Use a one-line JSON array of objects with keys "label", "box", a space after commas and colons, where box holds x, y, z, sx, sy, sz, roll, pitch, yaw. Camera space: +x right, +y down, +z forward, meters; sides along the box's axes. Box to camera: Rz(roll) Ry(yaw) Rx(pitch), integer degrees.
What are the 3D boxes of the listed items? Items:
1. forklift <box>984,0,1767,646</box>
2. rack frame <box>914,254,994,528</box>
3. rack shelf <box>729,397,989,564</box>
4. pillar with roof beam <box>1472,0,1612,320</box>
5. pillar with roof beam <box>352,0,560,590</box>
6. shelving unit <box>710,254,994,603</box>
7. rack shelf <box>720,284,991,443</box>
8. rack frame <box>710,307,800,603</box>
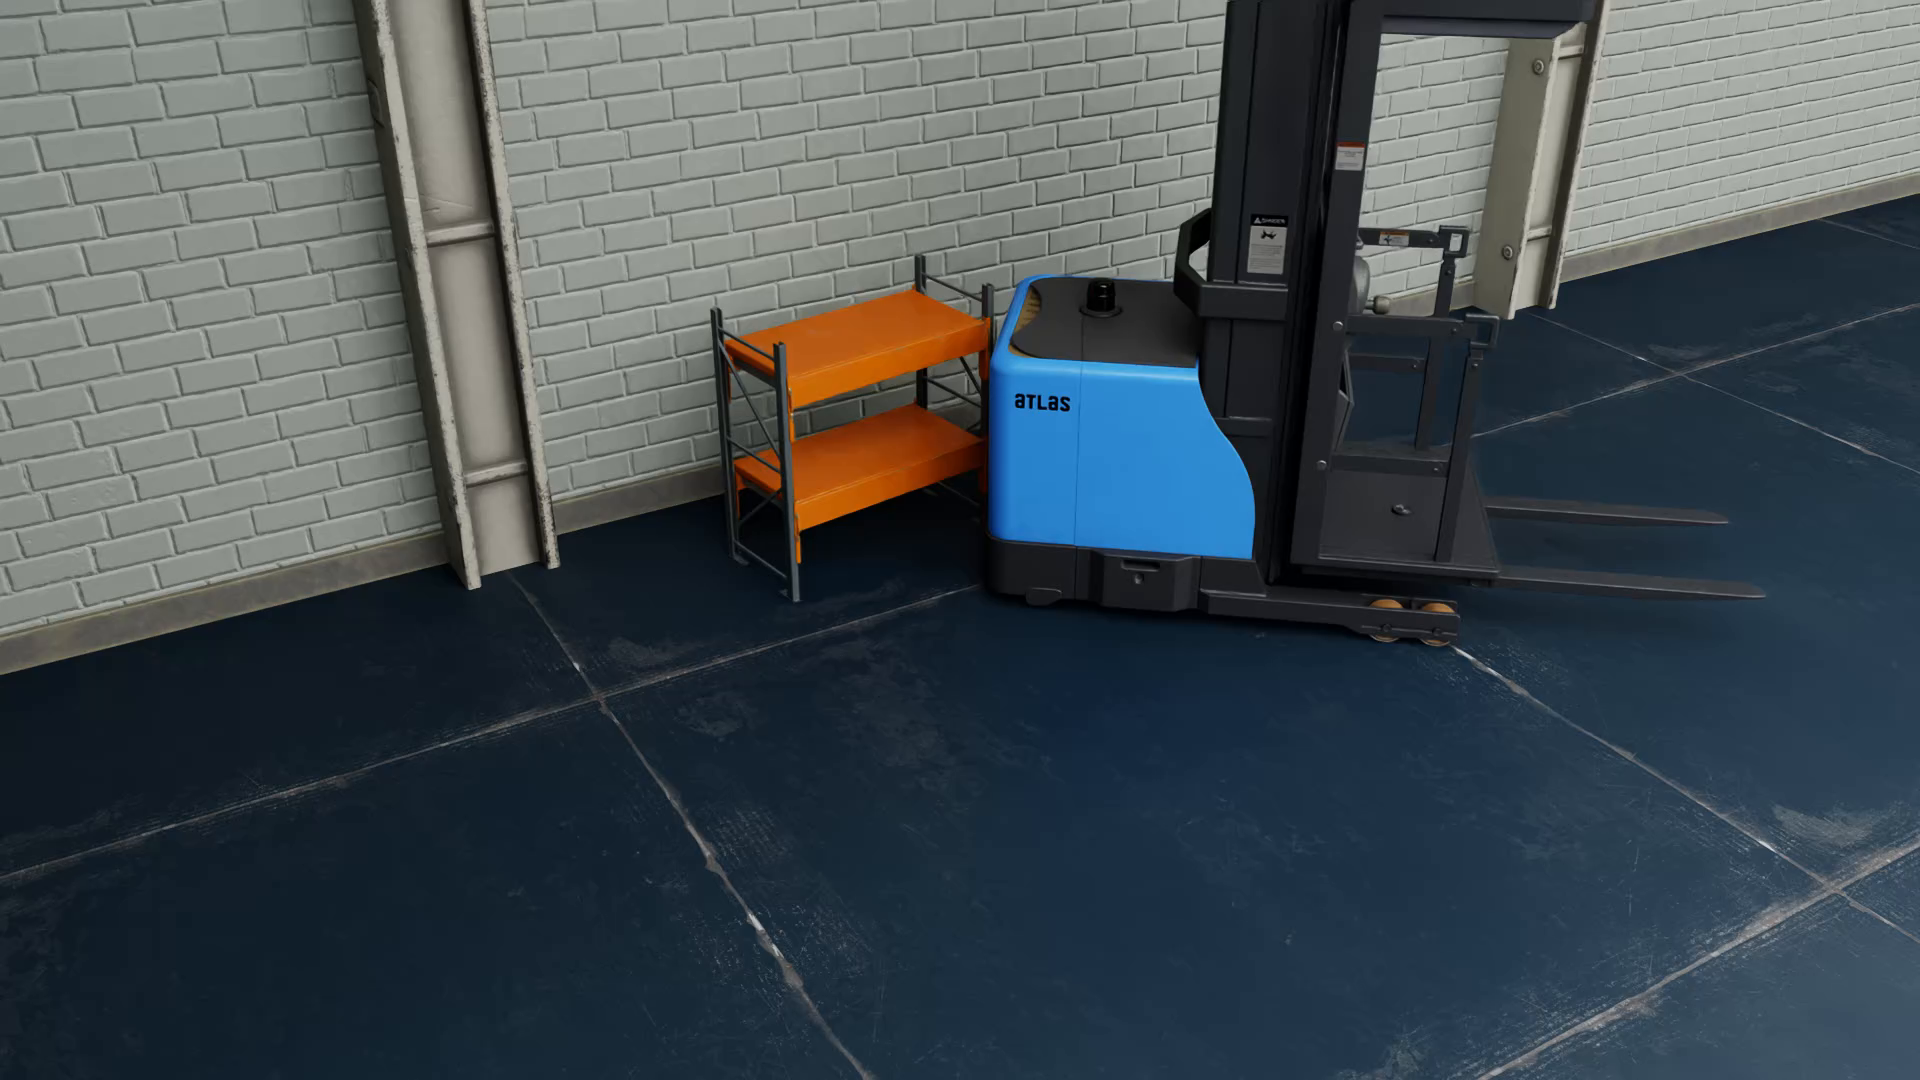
[{"label": "forklift", "box": [1.662, -1.145, 6.291, 3.031, 2.935, 1.130, 4, 29, 8]}, {"label": "rack frame", "box": [-0.028, -0.640, 7.246, 0.032, 1.125, 0.500, -21, 35, -33]}, {"label": "rack shelf", "box": [-0.425, -0.273, 7.086, 1.000, 0.278, 0.538, -21, 35, -33]}, {"label": "pillar with roof beam", "box": [5.413, -3.520, 4.315, 0.400, 9.000, 9.100, -16, 33, -26]}, {"label": "pillar with roof beam", "box": [0.240, -2.051, 1.654, 0.400, 9.000, 9.100, -16, 33, -26]}, {"label": "shelving unit", "box": [-0.425, -0.487, 6.968, 1.048, 1.125, 0.538, -21, 35, -33]}, {"label": "rack shelf", "box": [-0.425, -0.743, 6.826, 1.000, 0.278, 0.538, -21, 35, -33]}, {"label": "rack frame", "box": [-0.822, -0.333, 6.690, 0.032, 1.125, 0.500, -21, 35, -33]}]
